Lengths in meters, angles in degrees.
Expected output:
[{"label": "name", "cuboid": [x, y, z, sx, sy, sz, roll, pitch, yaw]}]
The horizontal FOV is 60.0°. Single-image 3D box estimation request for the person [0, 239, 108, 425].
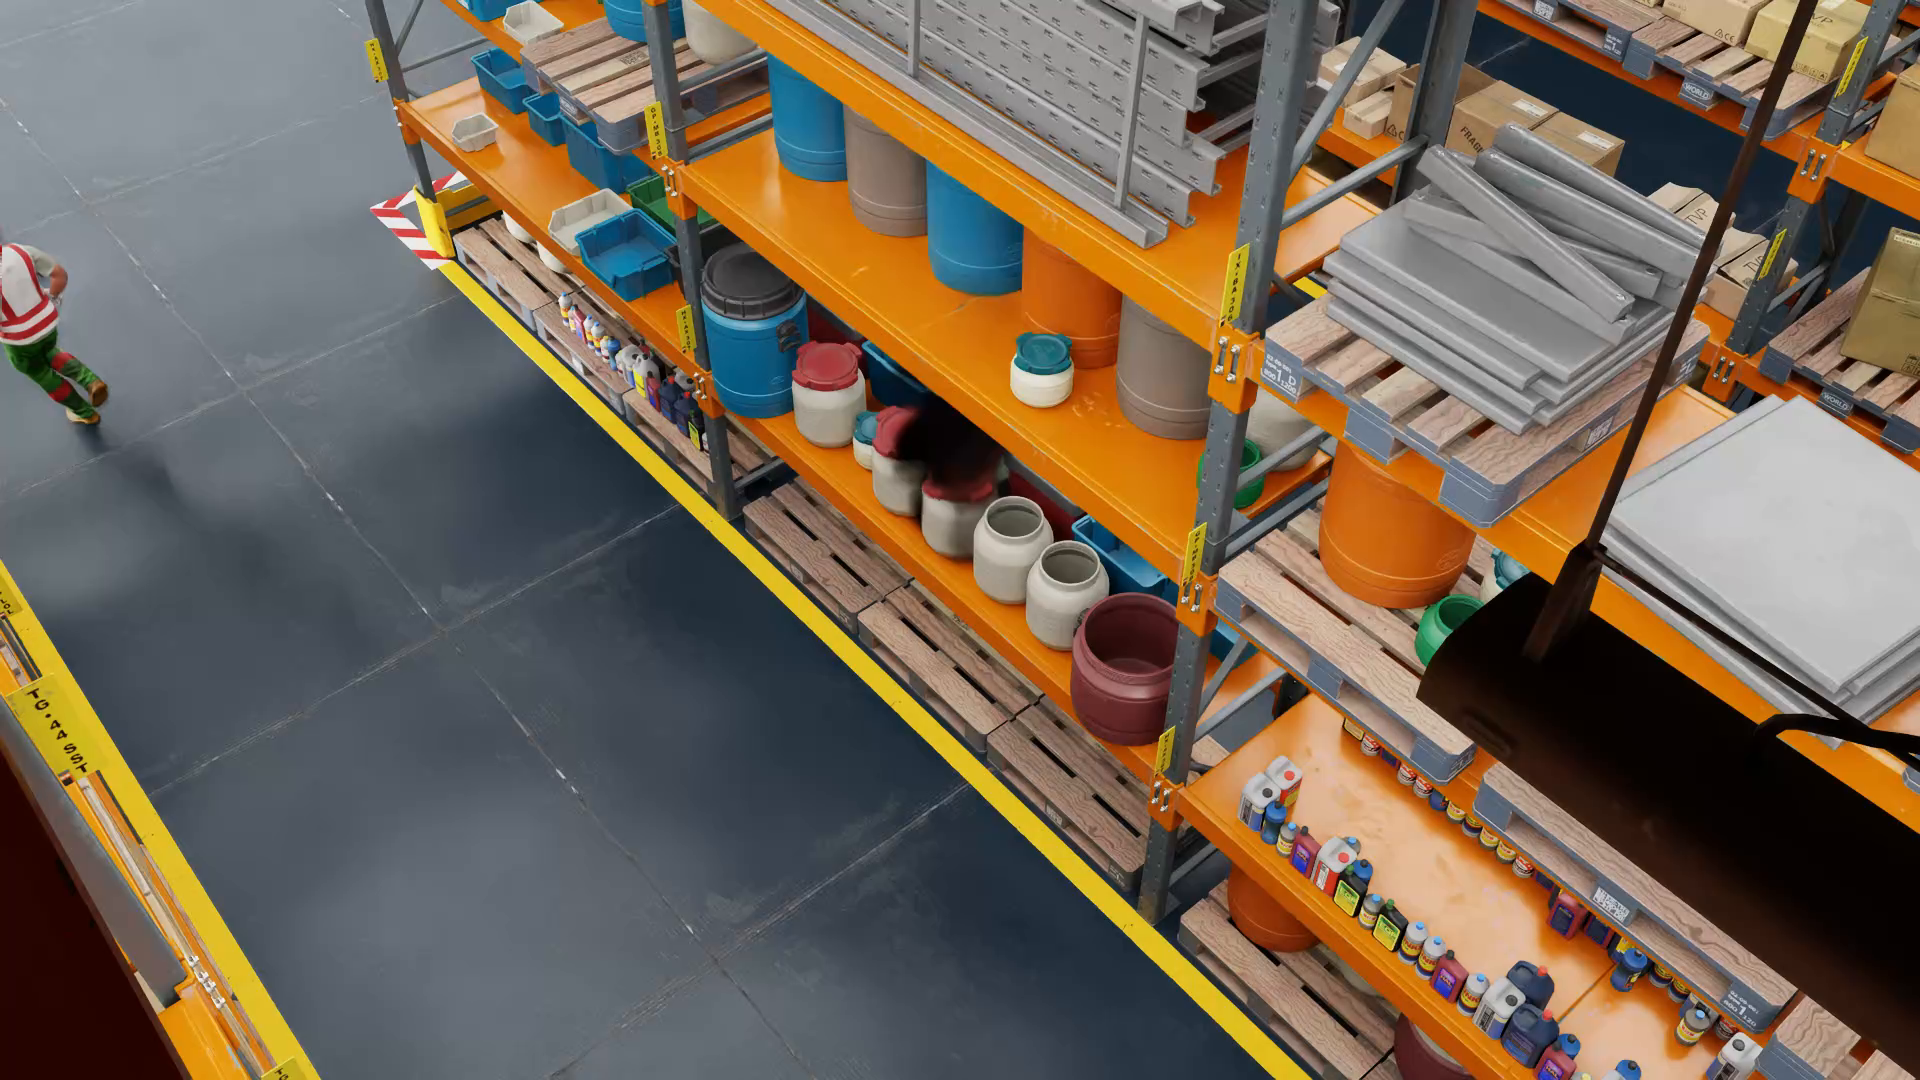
[{"label": "person", "cuboid": [-6.246, -1.426, 11.155, 0.584, 1.743, 0.646, 19, 49, 17]}]
